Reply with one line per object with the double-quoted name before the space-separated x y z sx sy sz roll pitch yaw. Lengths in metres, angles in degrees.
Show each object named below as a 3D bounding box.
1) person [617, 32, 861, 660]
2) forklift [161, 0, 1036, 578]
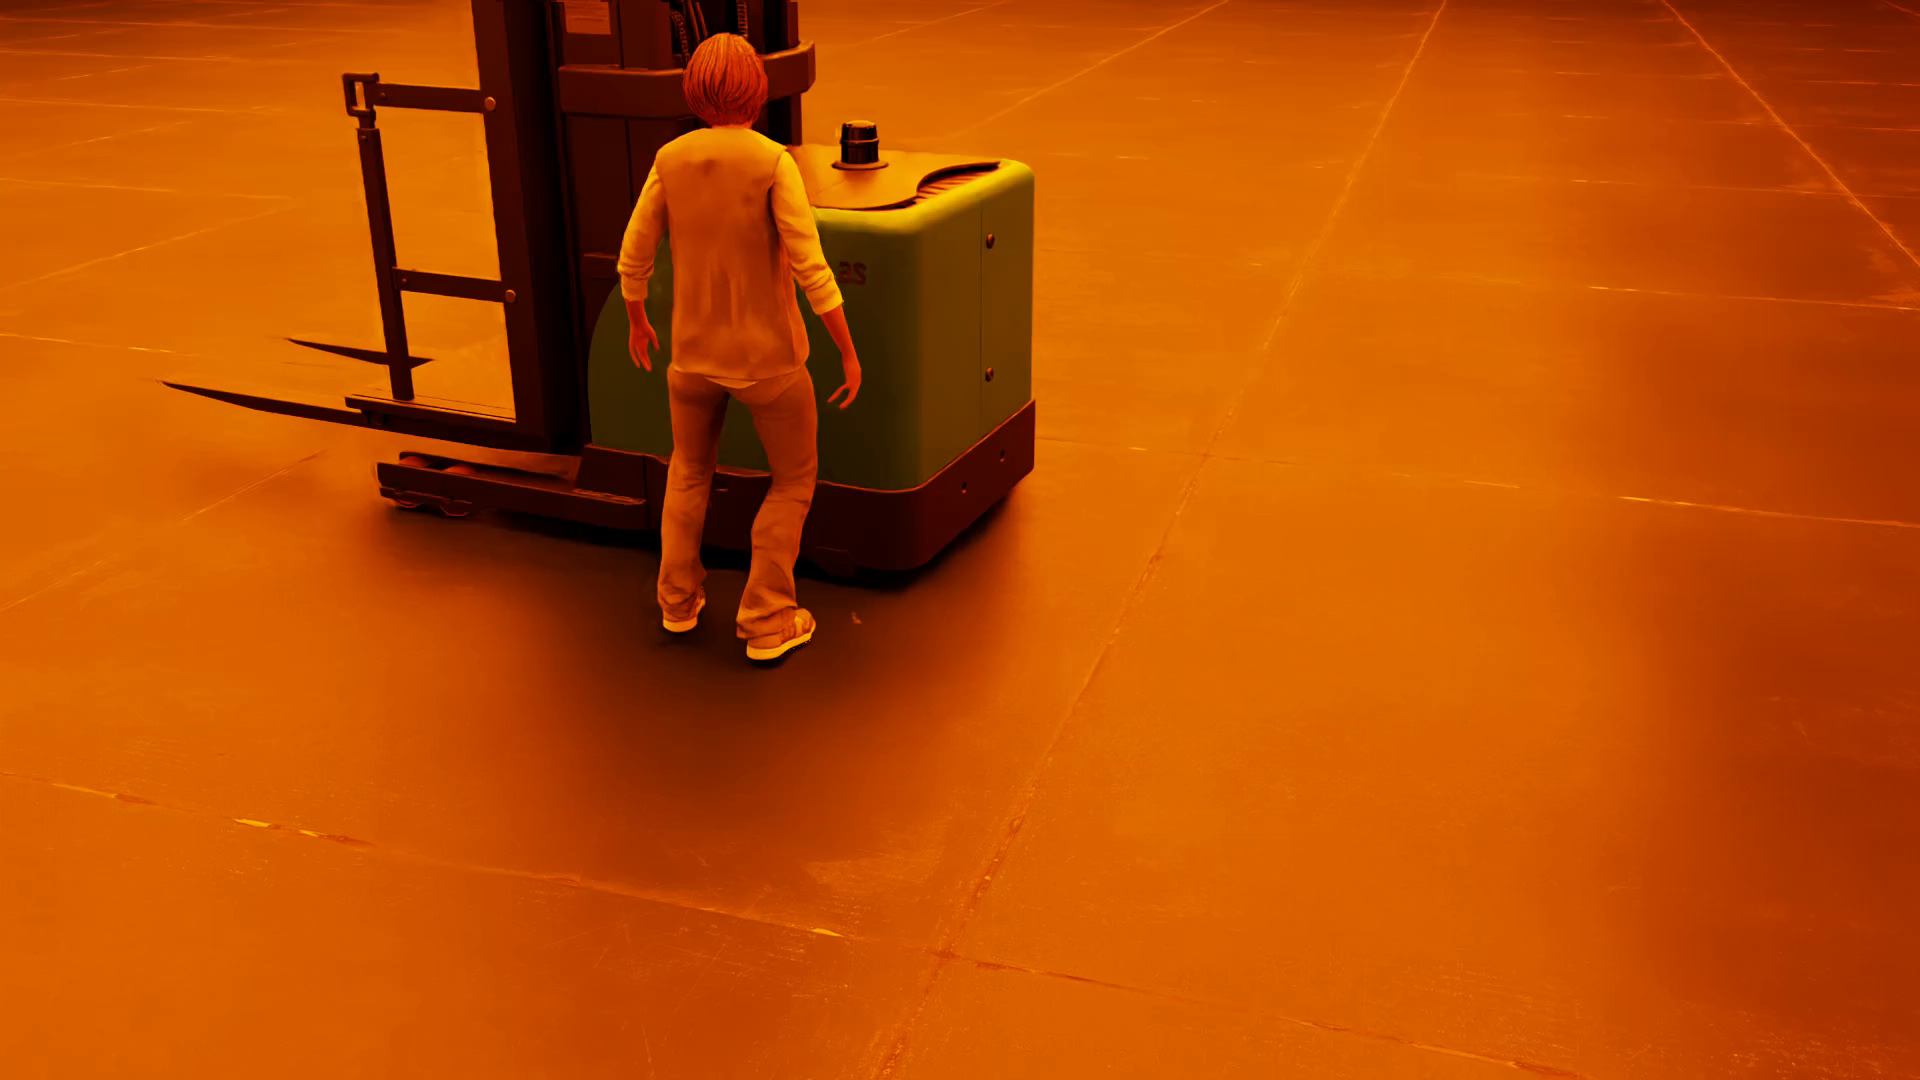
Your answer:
"person" -0.559 -0.464 4.198 0.654 1.564 0.354 8 24 18
"forklift" -1.318 -1.600 5.156 3.031 2.935 1.130 9 24 22
